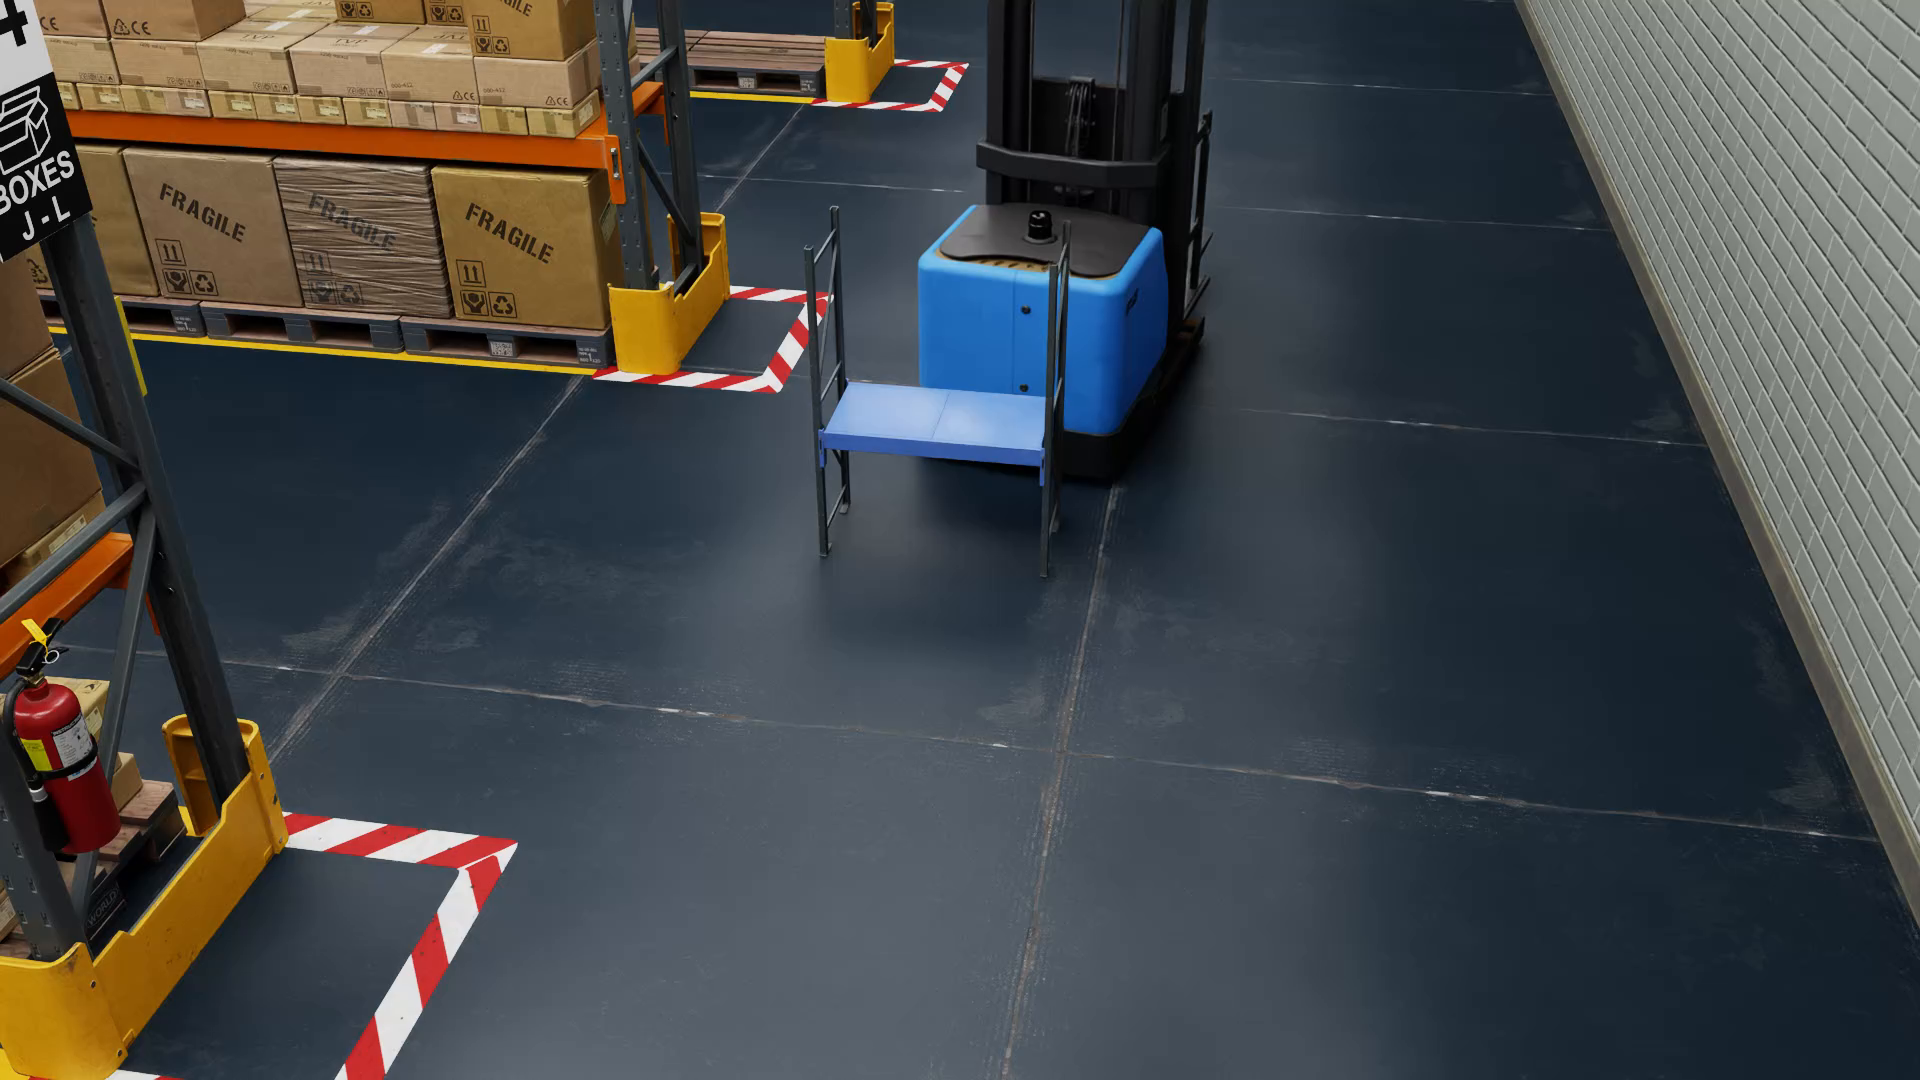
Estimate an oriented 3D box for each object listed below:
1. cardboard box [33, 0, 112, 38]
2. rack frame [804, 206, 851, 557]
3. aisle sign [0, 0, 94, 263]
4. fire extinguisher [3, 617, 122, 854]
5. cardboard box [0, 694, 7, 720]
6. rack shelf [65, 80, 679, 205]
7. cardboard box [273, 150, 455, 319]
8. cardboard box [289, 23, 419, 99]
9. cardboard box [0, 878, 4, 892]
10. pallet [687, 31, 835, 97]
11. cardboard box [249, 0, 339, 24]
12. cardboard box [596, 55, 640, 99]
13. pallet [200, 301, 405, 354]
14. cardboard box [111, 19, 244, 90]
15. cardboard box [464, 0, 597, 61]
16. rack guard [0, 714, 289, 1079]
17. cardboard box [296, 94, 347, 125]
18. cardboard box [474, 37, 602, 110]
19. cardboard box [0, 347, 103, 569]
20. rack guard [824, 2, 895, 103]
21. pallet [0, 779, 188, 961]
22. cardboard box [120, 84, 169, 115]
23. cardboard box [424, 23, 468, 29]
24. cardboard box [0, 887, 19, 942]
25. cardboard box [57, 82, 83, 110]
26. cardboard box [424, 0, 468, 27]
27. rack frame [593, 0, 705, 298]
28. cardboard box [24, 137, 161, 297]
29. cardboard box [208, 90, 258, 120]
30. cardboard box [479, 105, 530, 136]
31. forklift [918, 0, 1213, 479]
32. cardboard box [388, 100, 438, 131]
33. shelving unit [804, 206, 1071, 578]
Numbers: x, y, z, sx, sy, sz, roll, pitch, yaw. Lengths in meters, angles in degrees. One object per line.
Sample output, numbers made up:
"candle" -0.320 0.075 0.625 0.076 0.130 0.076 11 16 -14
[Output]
"cardboard box" -4.708 -3.013 8.890 0.500 0.500 0.500 5 32 8
"rack frame" -0.585 -0.689 7.437 0.032 1.500 0.500 5 32 8
"aisle sign" -2.490 -1.167 4.337 0.004 0.787 0.394 5 32 8
"fire extinguisher" -2.441 0.540 4.485 0.183 0.674 0.296 5 32 8
"cardboard box" -3.363 0.677 5.571 0.250 0.149 0.380 6 33 9
"rack shelf" -3.649 -2.373 9.393 4.000 0.370 1.077 5 32 8
"cardboard box" -3.219 -1.874 9.523 0.875 0.875 0.875 5 32 8
"cardboard box" -3.202 -2.558 8.870 0.500 0.250 0.500 4 32 7
"cardboard box" -3.180 1.092 5.190 0.250 0.149 0.380 4 32 7
"pallet" -1.651 -4.002 13.945 1.213 0.211 1.003 5 32 8
"cardboard box" -3.629 -2.880 9.385 0.500 0.250 0.500 5 32 7
"cardboard box" -1.972 -2.598 9.310 0.250 0.149 0.380 6 32 9
"pallet" -3.678 -1.458 9.881 1.213 0.211 1.003 5 32 8
"cardboard box" -4.201 -2.650 9.018 0.500 0.250 0.500 6 33 9
"cardboard box" -2.202 -2.786 8.528 0.500 0.500 0.500 6 32 9
"rack guard" -2.687 1.138 5.461 0.348 0.500 1.175 5 32 8
"cardboard box" -3.347 -2.366 8.940 0.250 0.149 0.380 5 32 8
"cardboard box" -2.200 -2.467 8.725 0.500 0.250 0.500 5 32 7
"cardboard box" -3.008 -0.268 4.976 0.500 0.500 0.500 7 33 11
"rack guard" -0.819 -4.035 13.726 0.348 0.500 1.175 5 32 8
"pallet" -3.482 1.169 5.683 1.213 0.211 1.003 5 32 8
"cardboard box" -4.355 -2.458 9.087 0.250 0.149 0.380 5 32 8
"cardboard box" -2.619 -2.789 9.240 0.500 0.250 0.500 5 32 8
"cardboard box" -3.166 1.178 5.333 0.250 0.149 0.380 6 32 9
"cardboard box" -4.867 -2.503 9.159 0.250 0.149 0.380 6 33 10
"cardboard box" -2.599 -3.109 9.044 0.500 0.500 0.500 4 32 7
"rack frame" -1.678 -2.500 8.917 0.127 3.000 1.000 5 32 8
"cardboard box" -4.984 -2.034 9.778 0.875 0.875 0.875 5 32 8
"cardboard box" -3.848 -2.412 9.013 0.250 0.149 0.380 4 32 7
"cardboard box" -2.341 -2.275 8.795 0.250 0.149 0.380 6 32 9
"forklift" 0.760 -2.313 8.682 1.130 2.935 3.031 11 34 17
"cardboard box" -2.835 -2.321 8.868 0.250 0.149 0.380 6 32 9
"shelving unit" -0.084 -0.643 7.364 1.048 1.500 0.538 5 32 8
